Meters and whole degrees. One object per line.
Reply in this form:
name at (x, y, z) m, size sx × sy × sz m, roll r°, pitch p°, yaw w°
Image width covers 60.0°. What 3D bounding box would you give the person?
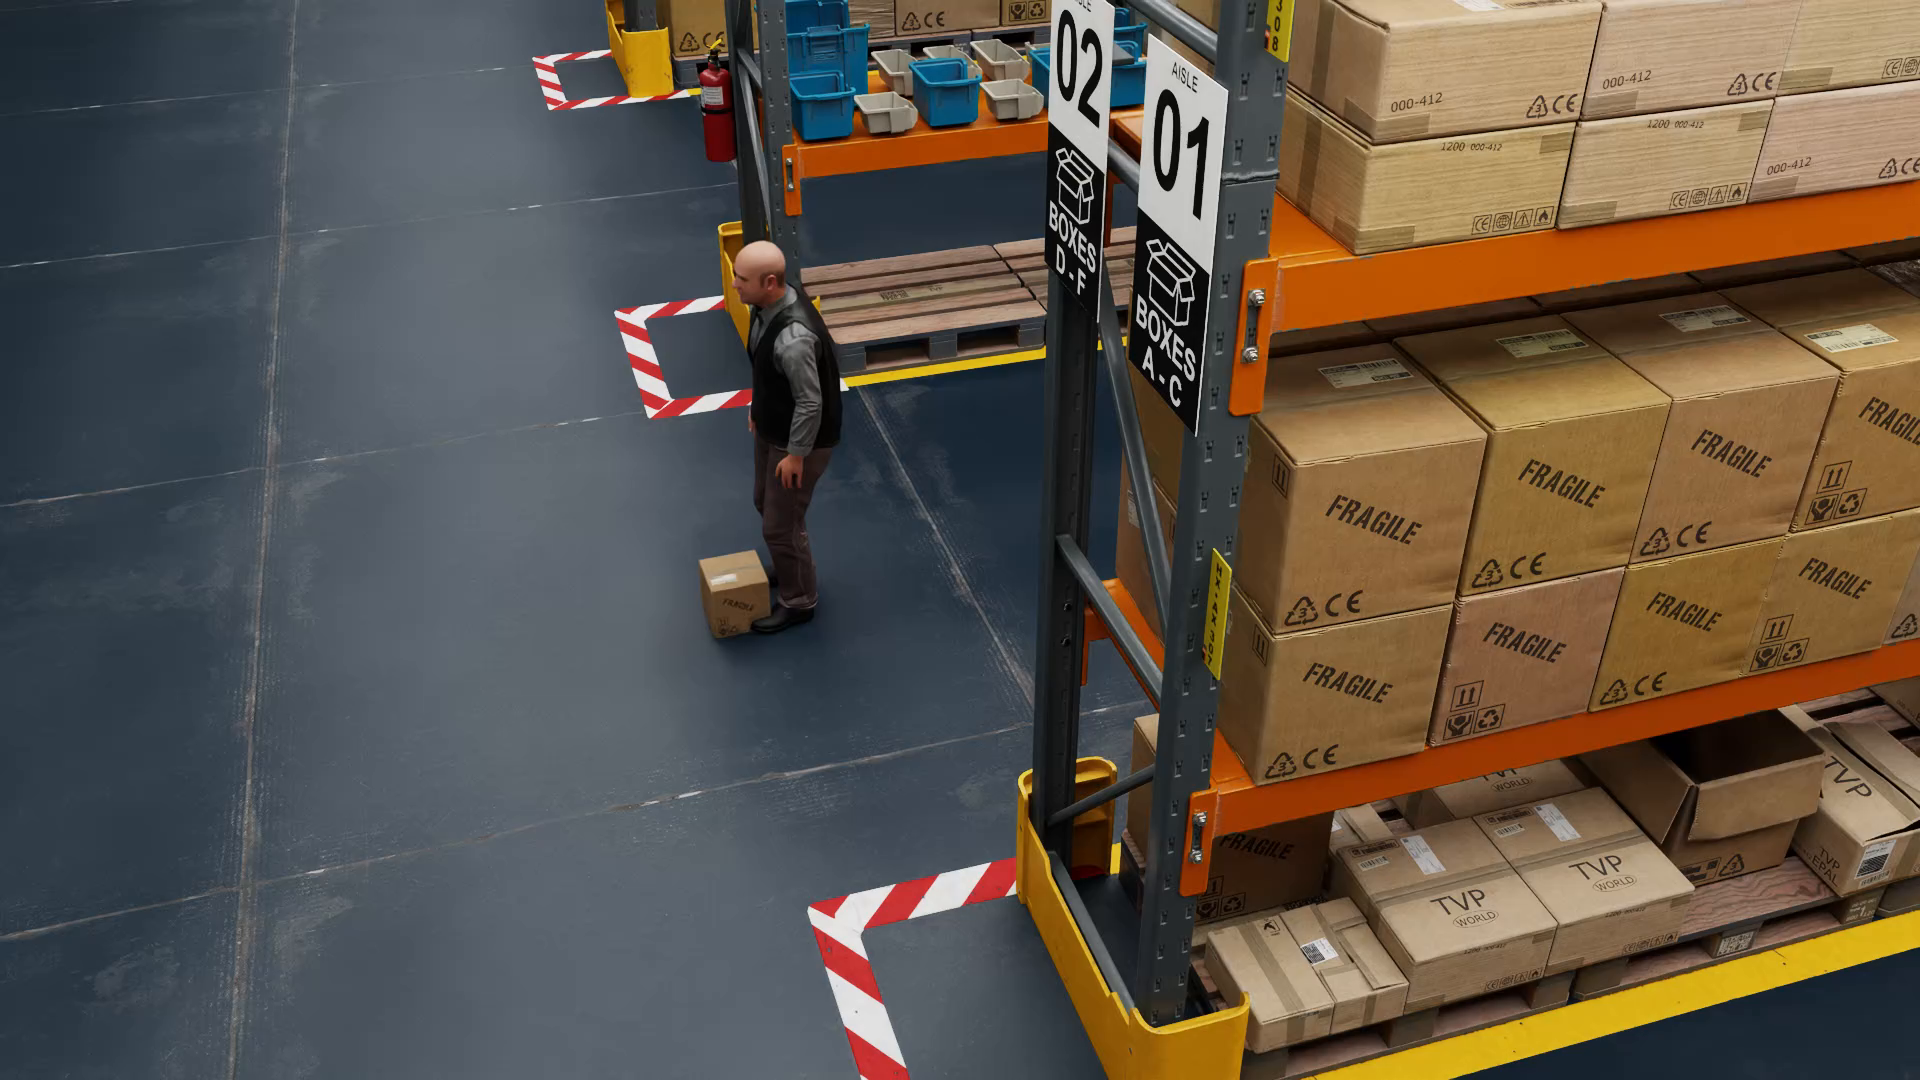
person at (-0.720, -0.428, 6.806) m, size 0.474 × 1.720 × 0.572 m, roll -11°, pitch 35°, yaw -16°
